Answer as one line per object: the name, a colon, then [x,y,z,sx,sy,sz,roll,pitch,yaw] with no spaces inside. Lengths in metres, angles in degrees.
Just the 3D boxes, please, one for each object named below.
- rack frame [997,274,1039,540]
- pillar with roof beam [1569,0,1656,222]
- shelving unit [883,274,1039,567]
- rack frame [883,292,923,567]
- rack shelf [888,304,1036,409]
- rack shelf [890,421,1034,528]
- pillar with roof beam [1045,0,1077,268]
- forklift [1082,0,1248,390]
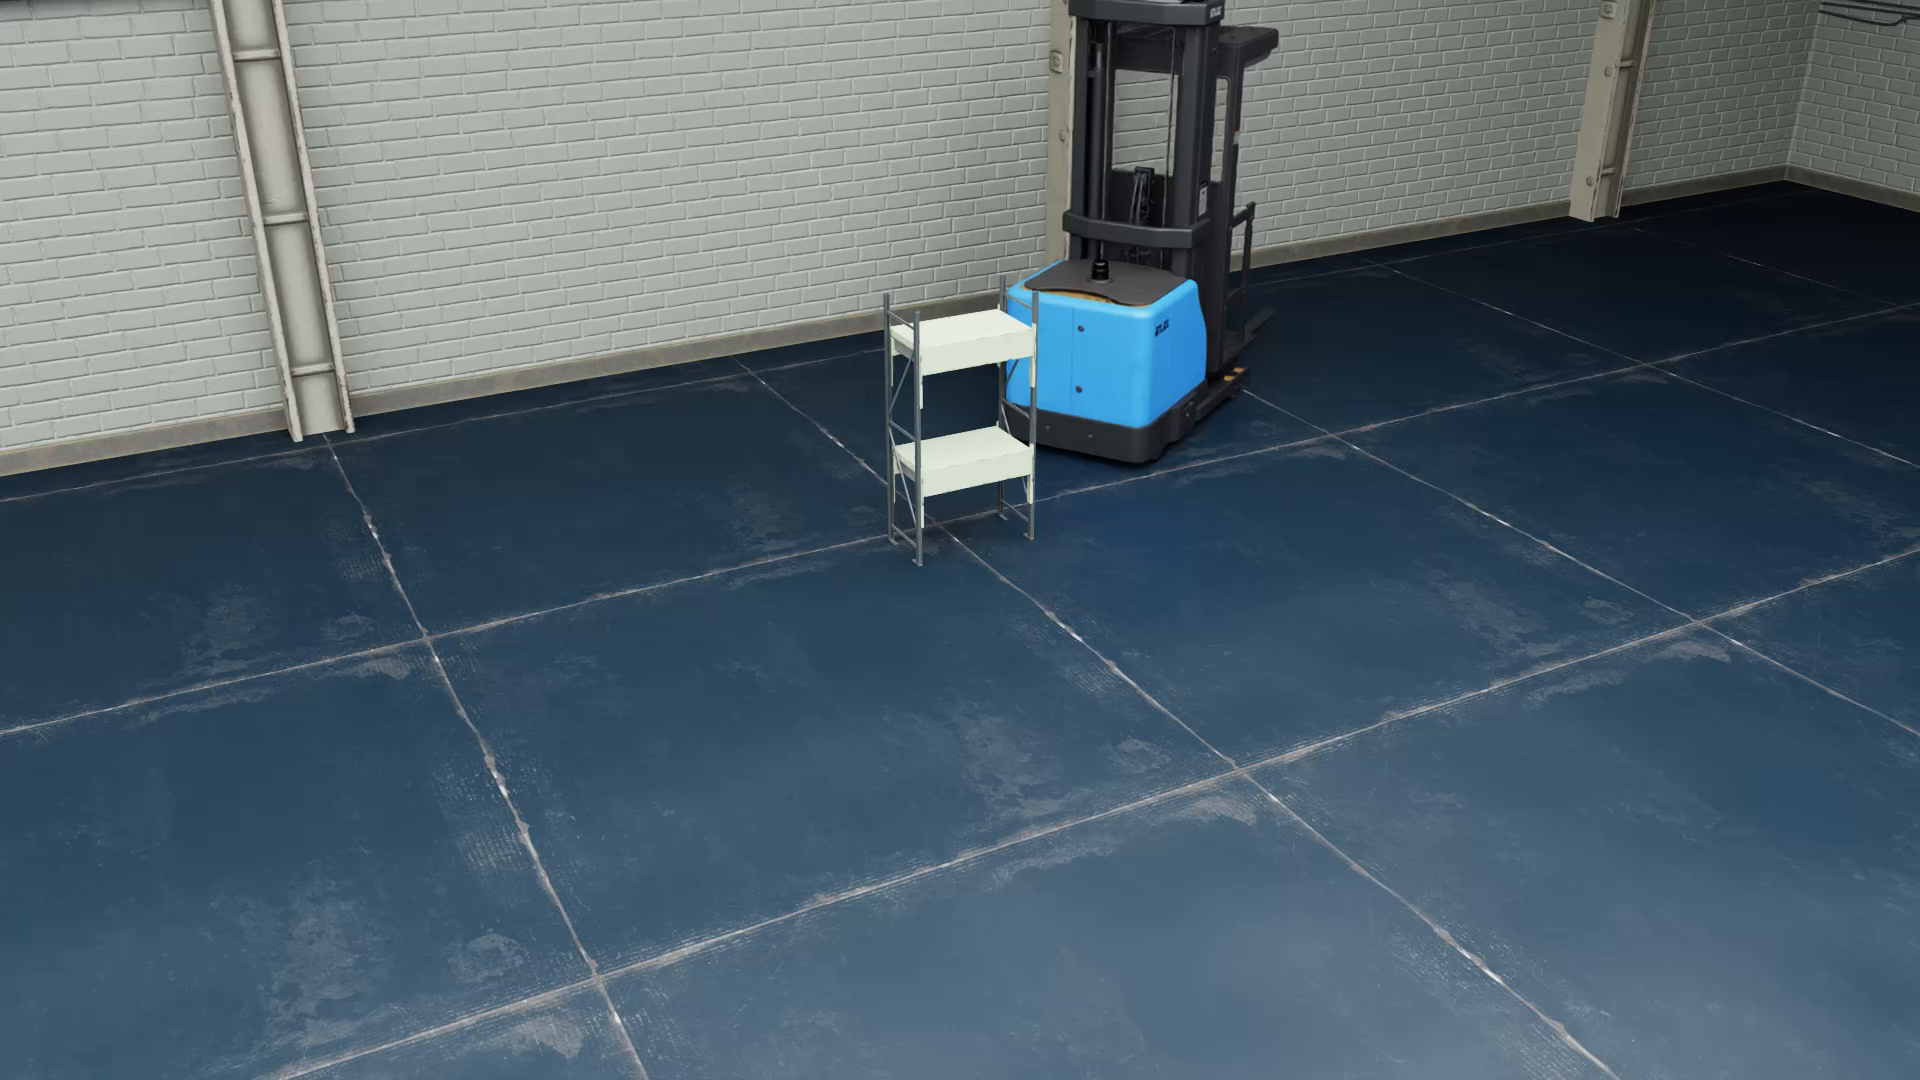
rack frame: [0.329,-0.752,9.583,0.023,1.500,0.400,-13,29,-25]
pillar with roof beam: [8.267,-5.610,11.038,0.400,9.000,9.100,-13,29,-25]
shelving unit: [0.006,-0.677,9.428,0.755,1.500,0.431,-13,29,-25]
rack frame: [-0.317,-0.603,9.273,0.023,1.500,0.400,-13,29,-25]
rack shelf: [0.006,-1.029,9.259,0.720,0.370,0.431,-13,29,-25]
rack shelf: [0.006,-0.384,9.569,0.720,0.370,0.431,-13,29,-25]
pillar with roof beam: [2.973,-4.388,8.493,0.400,9.000,9.100,-13,29,-25]
forklift: [1.444,-2.413,11.389,1.121,2.935,3.031,14,29,26]
